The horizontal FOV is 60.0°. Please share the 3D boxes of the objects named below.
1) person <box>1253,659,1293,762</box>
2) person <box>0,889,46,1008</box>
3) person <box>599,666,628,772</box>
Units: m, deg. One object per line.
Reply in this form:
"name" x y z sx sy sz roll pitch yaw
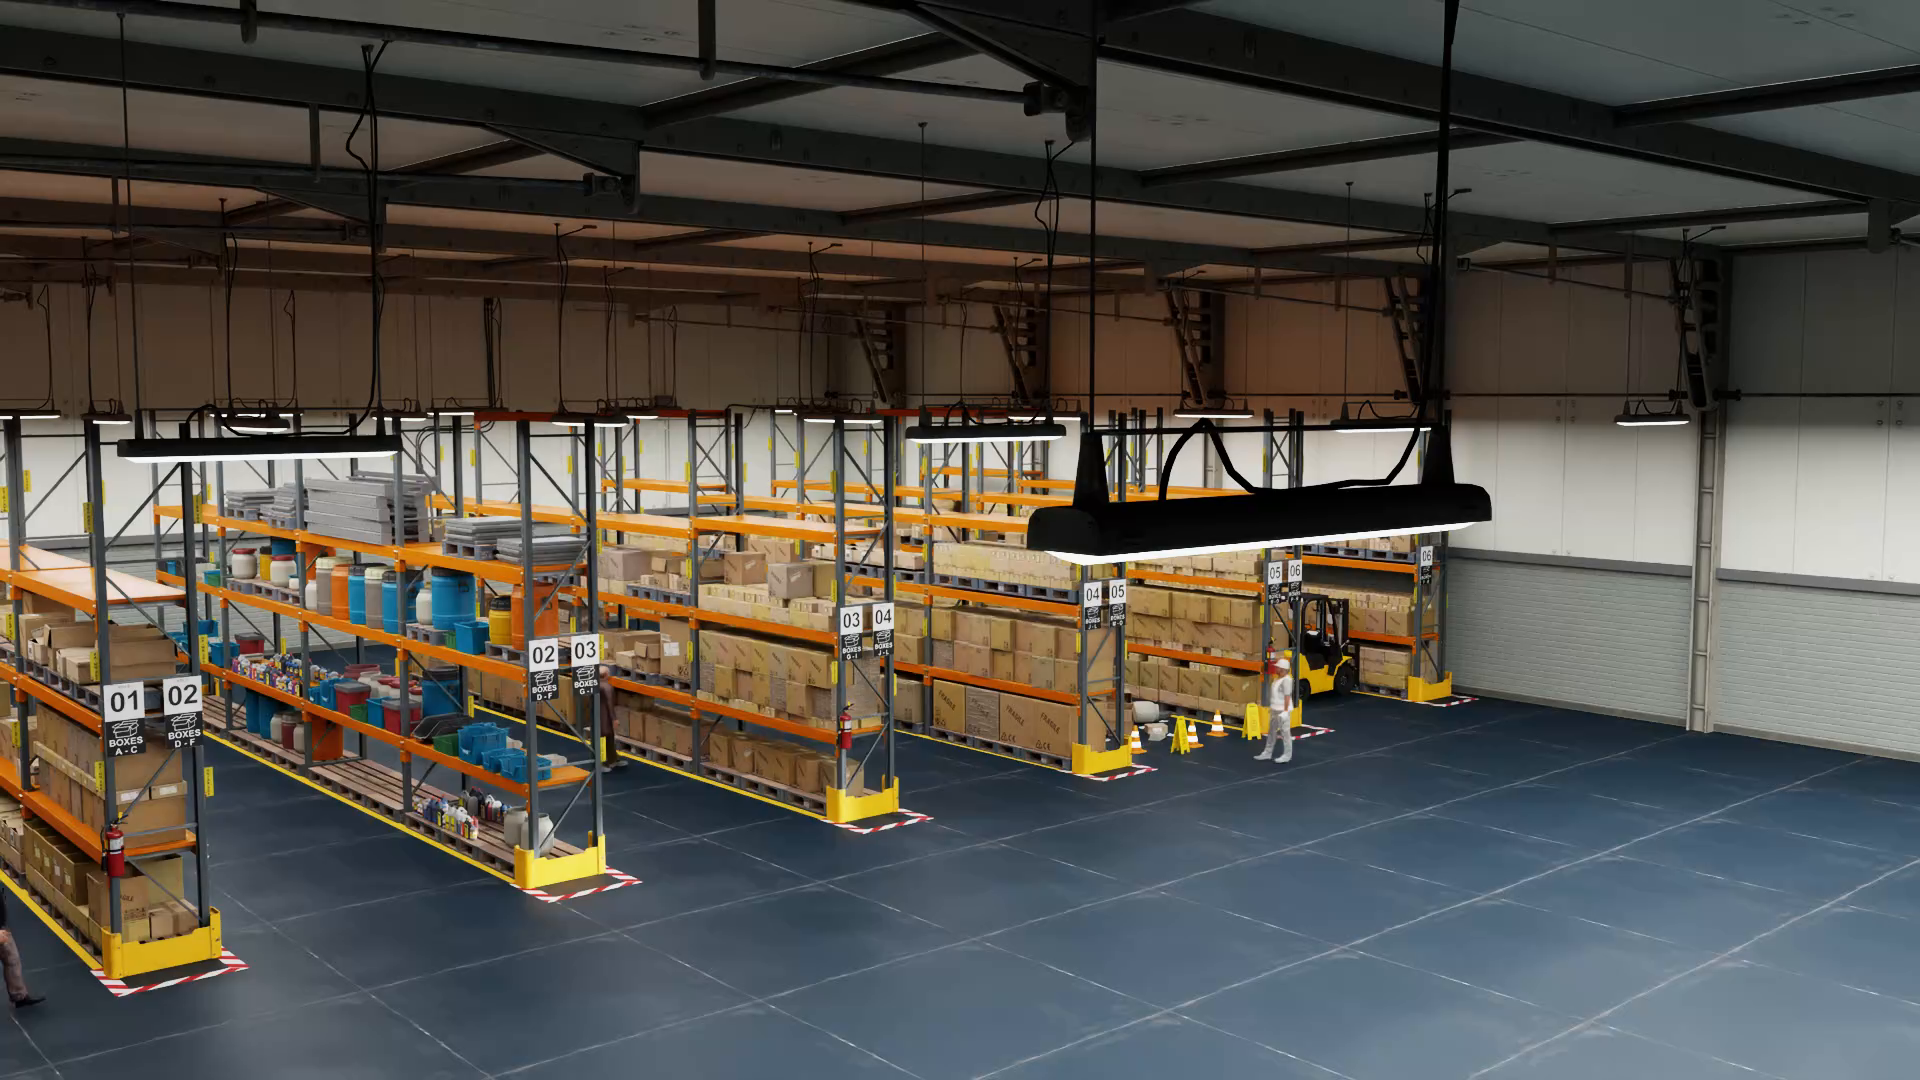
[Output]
"person" 5.433 2.931 28.596 0.548 1.784 0.619 -2 5 -19
"person" -9.986 3.998 17.059 1.019 1.683 0.483 1 5 8
"person" -5.883 2.995 27.955 0.628 1.775 0.624 -1 5 -17
